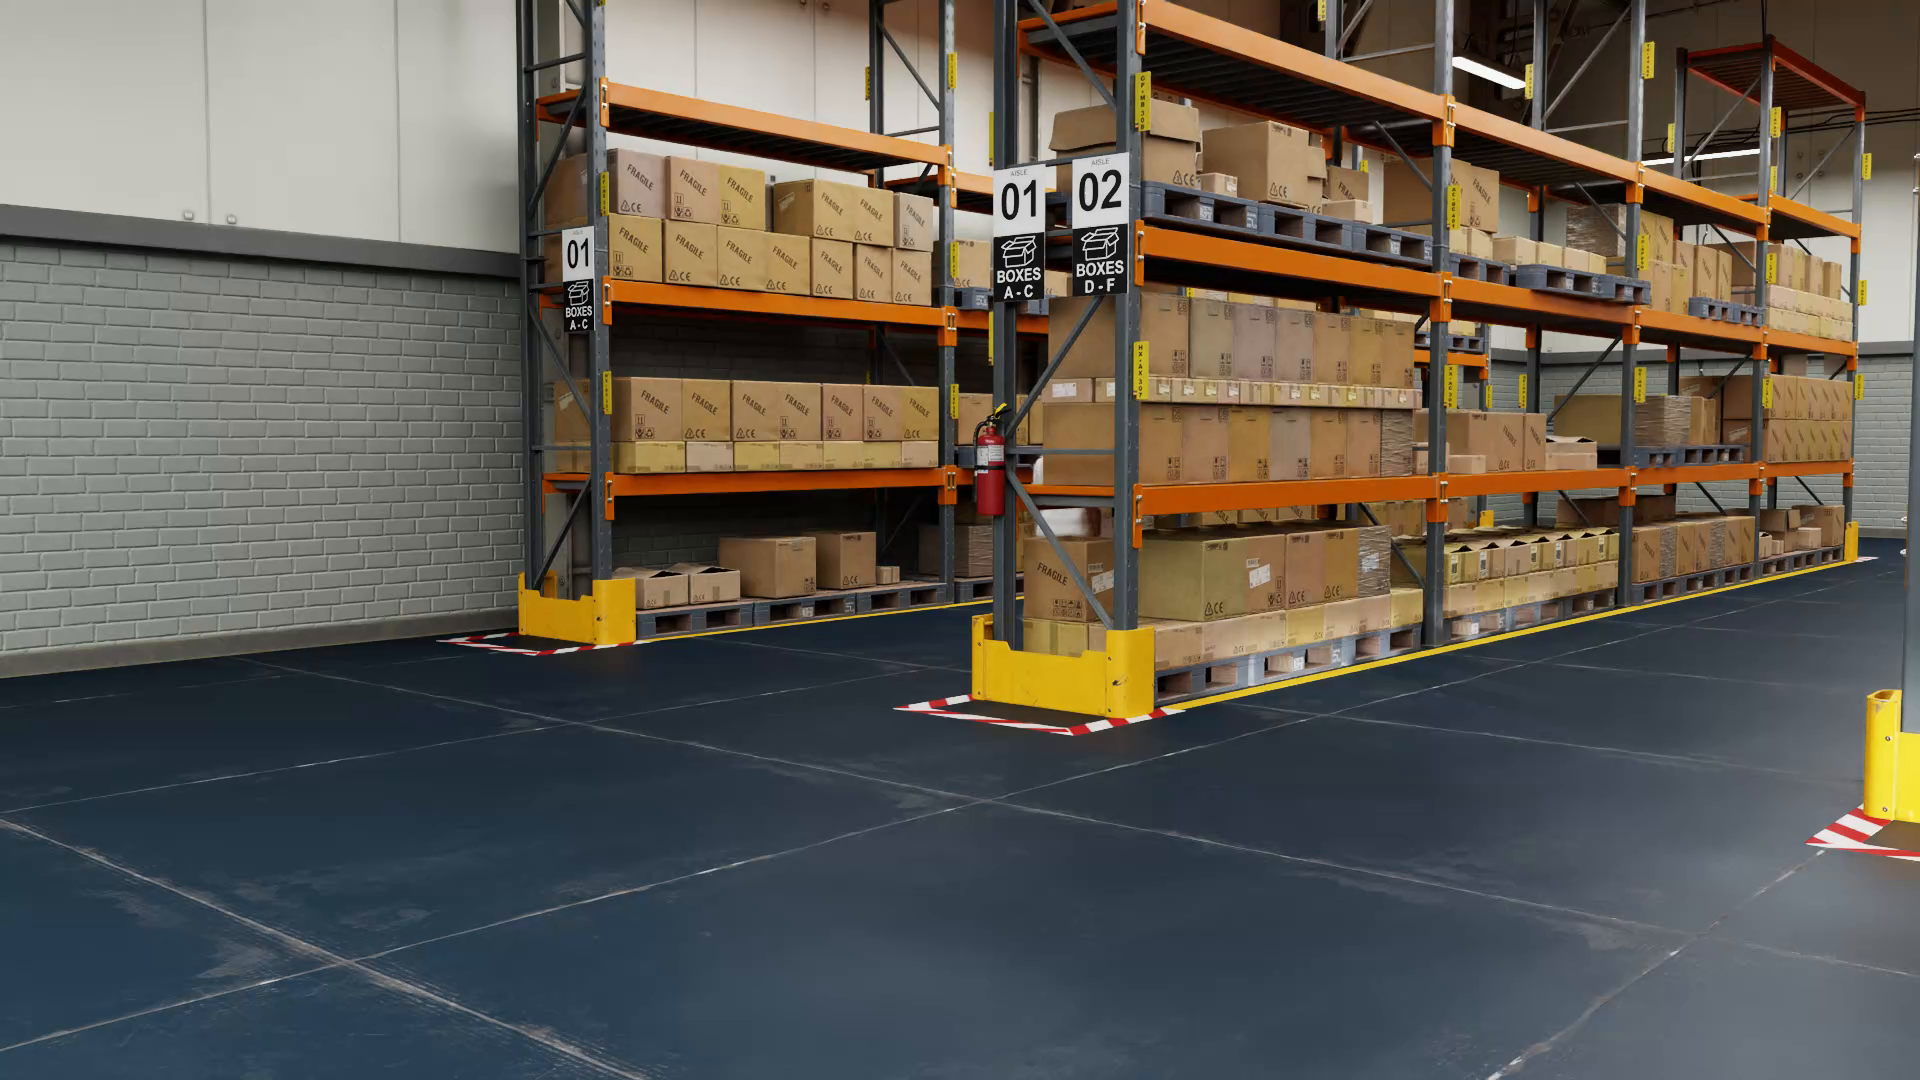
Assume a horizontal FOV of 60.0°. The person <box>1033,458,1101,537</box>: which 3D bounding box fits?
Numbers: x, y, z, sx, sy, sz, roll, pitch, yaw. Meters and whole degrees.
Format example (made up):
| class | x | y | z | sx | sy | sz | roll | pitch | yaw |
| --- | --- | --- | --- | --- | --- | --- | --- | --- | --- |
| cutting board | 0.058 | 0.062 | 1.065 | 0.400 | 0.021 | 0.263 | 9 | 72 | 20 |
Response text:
| class | x | y | z | sx | sy | sz | roll | pitch | yaw |
| --- | --- | --- | --- | --- | --- | --- | --- | --- | --- |
| person | 0.811 | -0.023 | 12.513 | 0.599 | 1.696 | 0.491 | 3 | 5 | 42 |
